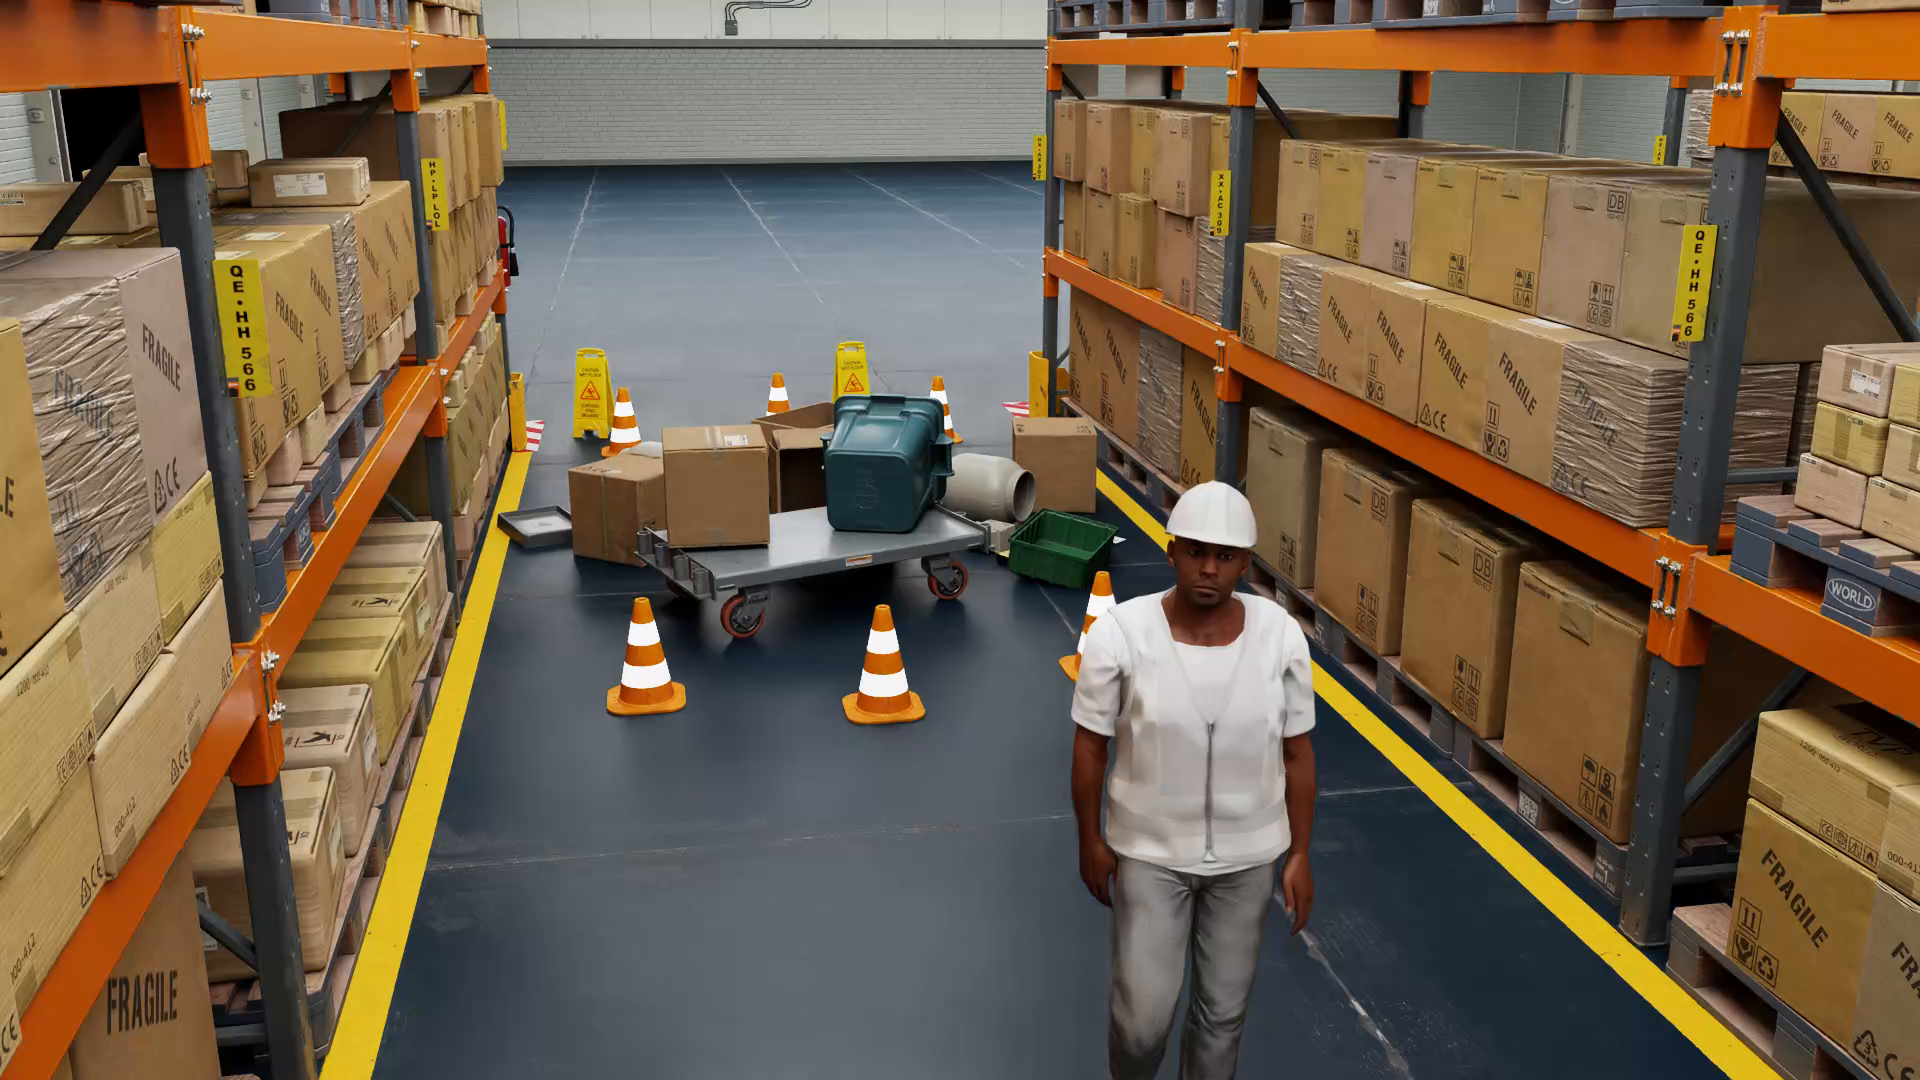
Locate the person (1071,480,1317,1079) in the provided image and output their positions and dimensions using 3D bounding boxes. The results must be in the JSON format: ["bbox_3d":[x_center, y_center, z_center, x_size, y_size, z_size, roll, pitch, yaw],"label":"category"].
[{"bbox_3d":[0.551,0.735,3.893,0.566,1.771,0.470,-1,16,-4],"label":"person"}]
